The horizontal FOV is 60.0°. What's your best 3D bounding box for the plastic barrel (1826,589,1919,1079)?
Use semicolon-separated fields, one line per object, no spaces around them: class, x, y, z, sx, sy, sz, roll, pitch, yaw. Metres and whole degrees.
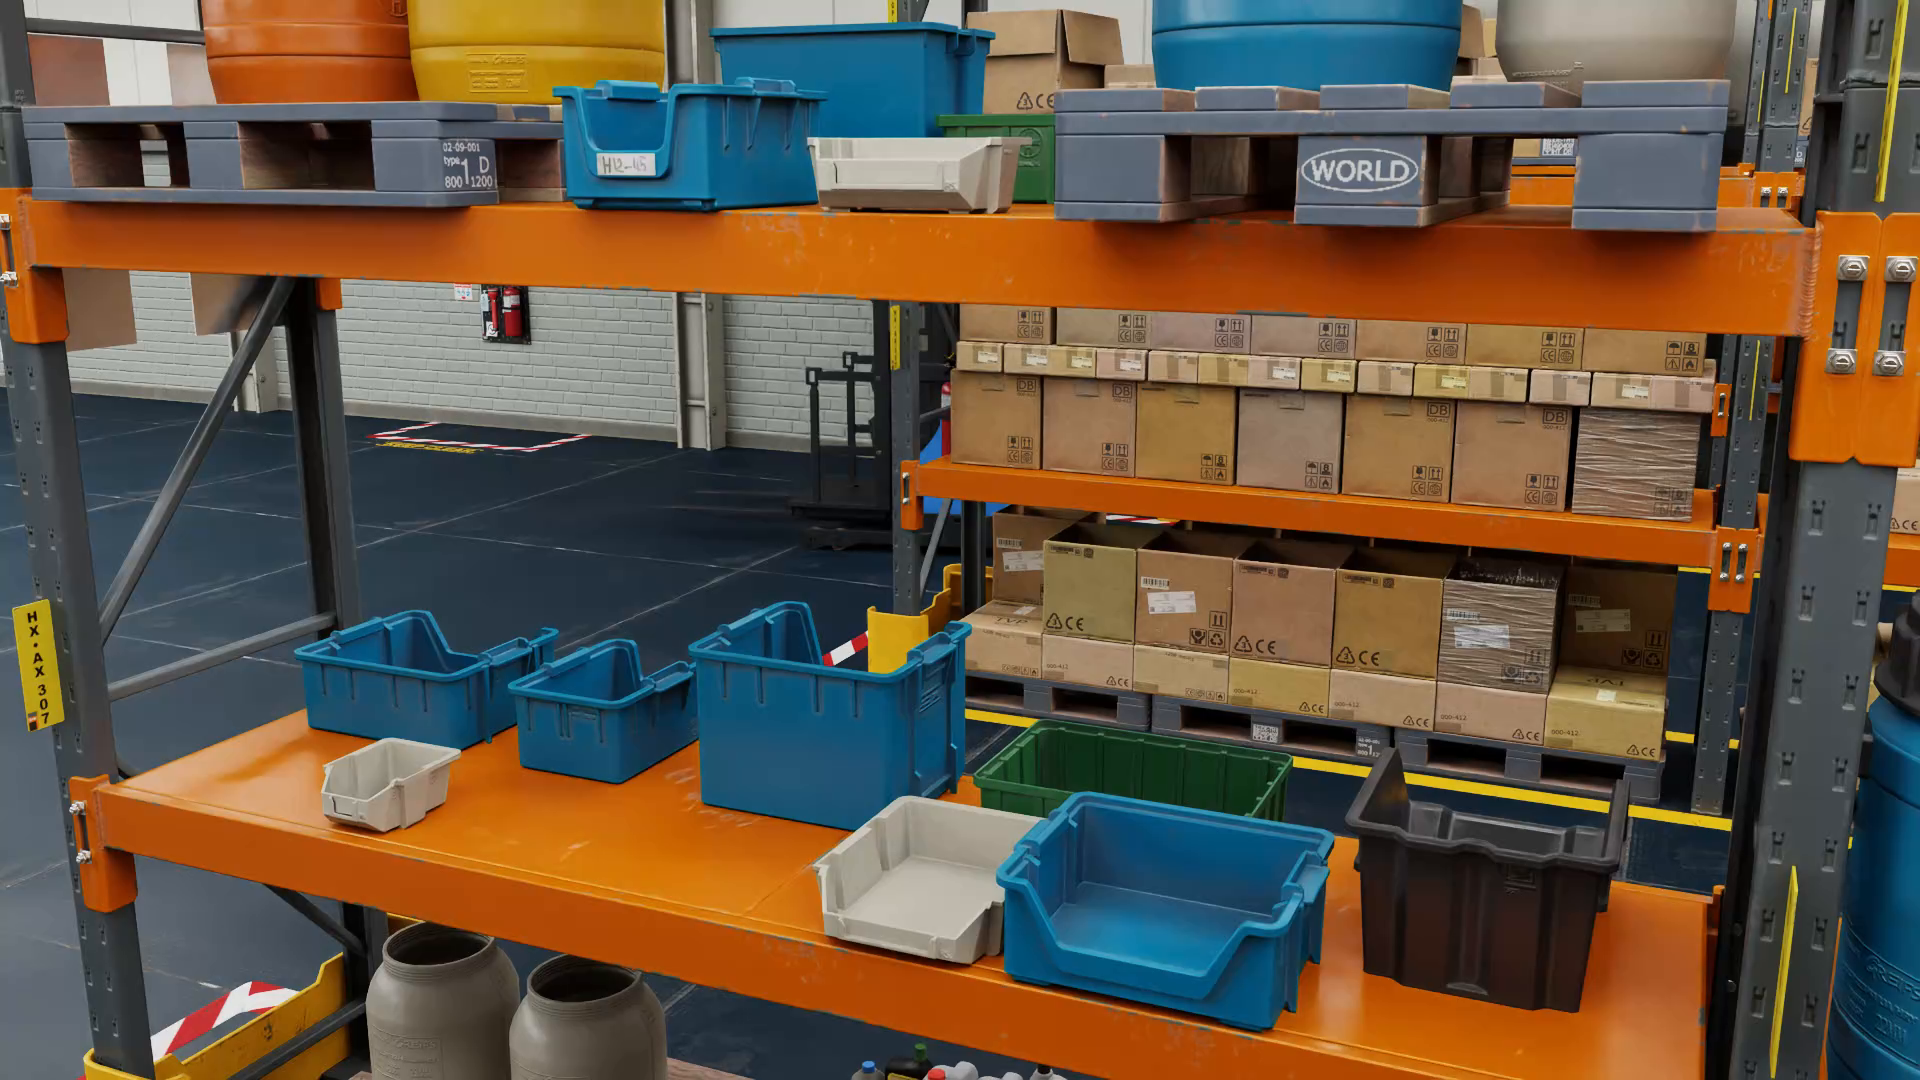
plastic barrel;1.775;0.564;2.686;0.708;0.901;0.600;6;14;23

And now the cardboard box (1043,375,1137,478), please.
cardboard box;0.801;-0.650;8.741;0.500;0.500;0.700;6;15;25

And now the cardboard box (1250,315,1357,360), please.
cardboard box;1.769;-1.184;8.177;0.500;0.500;0.700;6;14;23

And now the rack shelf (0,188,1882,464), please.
rack shelf;-0.284;-0.586;3.694;4.000;0.370;1.077;6;14;23

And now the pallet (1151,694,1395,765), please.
pallet;1.724;0.838;8.722;1.213;0.211;1.003;6;14;23

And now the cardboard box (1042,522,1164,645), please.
cardboard box;0.755;0.216;8.726;0.500;0.500;0.500;6;14;23

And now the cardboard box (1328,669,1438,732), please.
cardboard box;2.125;0.721;8.218;0.500;0.250;0.500;6;14;23

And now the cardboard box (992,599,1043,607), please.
cardboard box;0.507;0.427;9.468;0.500;0.250;0.500;6;14;23

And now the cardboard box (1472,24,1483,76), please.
cardboard box;3.802;-3.604;12.529;0.500;0.500;0.500;6;14;23

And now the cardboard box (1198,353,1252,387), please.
cardboard box;1.347;-0.859;8.213;0.250;0.149;0.380;6;14;23

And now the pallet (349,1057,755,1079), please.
pallet;-1.284;1.770;4.748;1.213;0.211;1.003;6;14;23

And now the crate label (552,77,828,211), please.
crate label;-0.535;-0.807;3.385;0.408;0.251;0.502;6;14;23

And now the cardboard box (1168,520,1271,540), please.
cardboard box;1.428;0.151;9.003;0.500;0.500;0.500;6;14;23

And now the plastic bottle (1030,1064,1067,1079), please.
plastic bottle;0.243;1.549;4.421;0.185;0.351;0.144;6;15;26

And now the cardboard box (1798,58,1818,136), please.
cardboard box;6.024;-3.006;11.295;0.500;0.500;0.500;8;15;31

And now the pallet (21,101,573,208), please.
pallet;-1.396;-0.932;4.009;1.213;0.211;1.003;6;14;23

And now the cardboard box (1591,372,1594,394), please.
cardboard box;2.920;-0.801;7.965;0.250;0.149;0.380;5;14;22

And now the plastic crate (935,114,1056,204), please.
plastic crate;0.212;-0.851;3.712;0.450;0.188;0.336;6;14;23

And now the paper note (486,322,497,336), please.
paper note;-4.973;-2.240;17.662;0.142;0.148;0.016;6;14;23

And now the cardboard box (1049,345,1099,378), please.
cardboard box;0.638;-0.931;8.517;0.250;0.149;0.380;6;14;23

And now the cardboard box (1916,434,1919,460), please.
cardboard box;6.641;-0.618;11.688;0.500;0.250;0.500;5;14;22

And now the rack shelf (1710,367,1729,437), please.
rack shelf;3.728;-1.195;12.855;4.000;0.370;1.077;6;14;23

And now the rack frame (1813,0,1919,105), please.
rack frame;1.544;-2.211;2.480;0.127;3.000;1.000;6;14;23

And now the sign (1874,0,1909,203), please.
sign;1.311;-0.641;2.337;0.005;0.325;0.100;6;14;23

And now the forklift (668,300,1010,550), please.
forklift;-0.710;-1.464;12.578;3.031;2.935;1.130;3;13;12

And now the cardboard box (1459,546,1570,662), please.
cardboard box;2.796;0.291;8.405;0.500;0.500;0.500;6;14;23

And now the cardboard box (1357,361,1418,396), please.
cardboard box;2.058;-0.788;7.906;0.250;0.149;0.380;6;15;25

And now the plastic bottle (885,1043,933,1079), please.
plastic bottle;-0.142;1.533;4.639;0.133;0.283;0.061;6;15;25

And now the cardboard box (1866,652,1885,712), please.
cardboard box;3.831;0.627;7.391;0.500;0.311;0.500;6;14;23

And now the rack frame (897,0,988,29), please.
rack frame;-0.103;-3.616;8.465;0.127;3.000;1.000;6;14;23

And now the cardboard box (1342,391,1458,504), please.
cardboard box;2.204;-0.508;8.135;0.500;0.500;0.700;6;14;24

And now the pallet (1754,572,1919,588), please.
pallet;6.269;0.069;11.997;1.213;0.211;1.003;6;14;23

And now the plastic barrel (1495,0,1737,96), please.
plastic barrel;1.230;-1.091;3.107;0.421;0.512;0.421;0;13;0

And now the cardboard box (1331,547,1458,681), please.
cardboard box;2.130;0.353;8.143;0.500;0.500;0.500;6;14;23

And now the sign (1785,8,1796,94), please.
sign;3.331;-1.959;6.668;0.005;0.325;0.100;6;14;23

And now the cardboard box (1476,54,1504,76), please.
cardboard box;2.707;-2.166;7.823;0.500;0.311;0.500;5;14;20

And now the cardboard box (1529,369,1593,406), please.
cardboard box;2.753;-0.717;7.605;0.250;0.149;0.380;5;14;22

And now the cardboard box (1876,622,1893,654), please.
cardboard box;4.519;0.561;7.671;0.500;0.311;0.500;6;15;25

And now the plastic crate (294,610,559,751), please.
plastic crate;-1.534;0.395;4.829;0.616;0.251;0.499;6;14;23

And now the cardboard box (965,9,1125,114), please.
cardboard box;0.421;-2.424;8.502;0.637;0.503;0.797;7;15;27

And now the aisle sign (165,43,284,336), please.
aisle sign;-2.058;-0.995;4.739;0.004;0.787;0.394;6;14;23

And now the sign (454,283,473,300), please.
sign;-5.303;-2.728;17.736;0.234;0.329;0.001;6;14;23

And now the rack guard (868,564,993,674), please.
rack guard;-0.125;0.520;9.446;0.348;0.500;1.175;6;14;23

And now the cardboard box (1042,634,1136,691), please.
cardboard box;0.756;0.581;8.813;0.500;0.250;0.500;6;14;23

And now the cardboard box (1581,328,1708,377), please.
cardboard box;3.146;-1.045;7.583;0.500;0.500;0.700;6;14;24

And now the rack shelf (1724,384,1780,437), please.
rack shelf;7.386;-0.825;11.278;4.000;0.370;1.077;6;14;23

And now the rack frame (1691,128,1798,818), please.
rack frame;3.554;-0.325;7.573;0.127;3.000;1.000;6;14;23

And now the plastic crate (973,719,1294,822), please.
plastic crate;0.417;0.628;3.976;0.662;0.188;0.450;6;14;23

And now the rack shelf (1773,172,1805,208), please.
rack shelf;5.383;-1.250;6.524;4.000;0.370;1.077;6;14;23

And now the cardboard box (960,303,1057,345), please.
cardboard box;0.367;-1.325;8.775;0.500;0.500;0.700;6;14;23

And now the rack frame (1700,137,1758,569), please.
rack frame;5.557;-1.360;11.984;0.127;3.000;1.000;6;14;23
